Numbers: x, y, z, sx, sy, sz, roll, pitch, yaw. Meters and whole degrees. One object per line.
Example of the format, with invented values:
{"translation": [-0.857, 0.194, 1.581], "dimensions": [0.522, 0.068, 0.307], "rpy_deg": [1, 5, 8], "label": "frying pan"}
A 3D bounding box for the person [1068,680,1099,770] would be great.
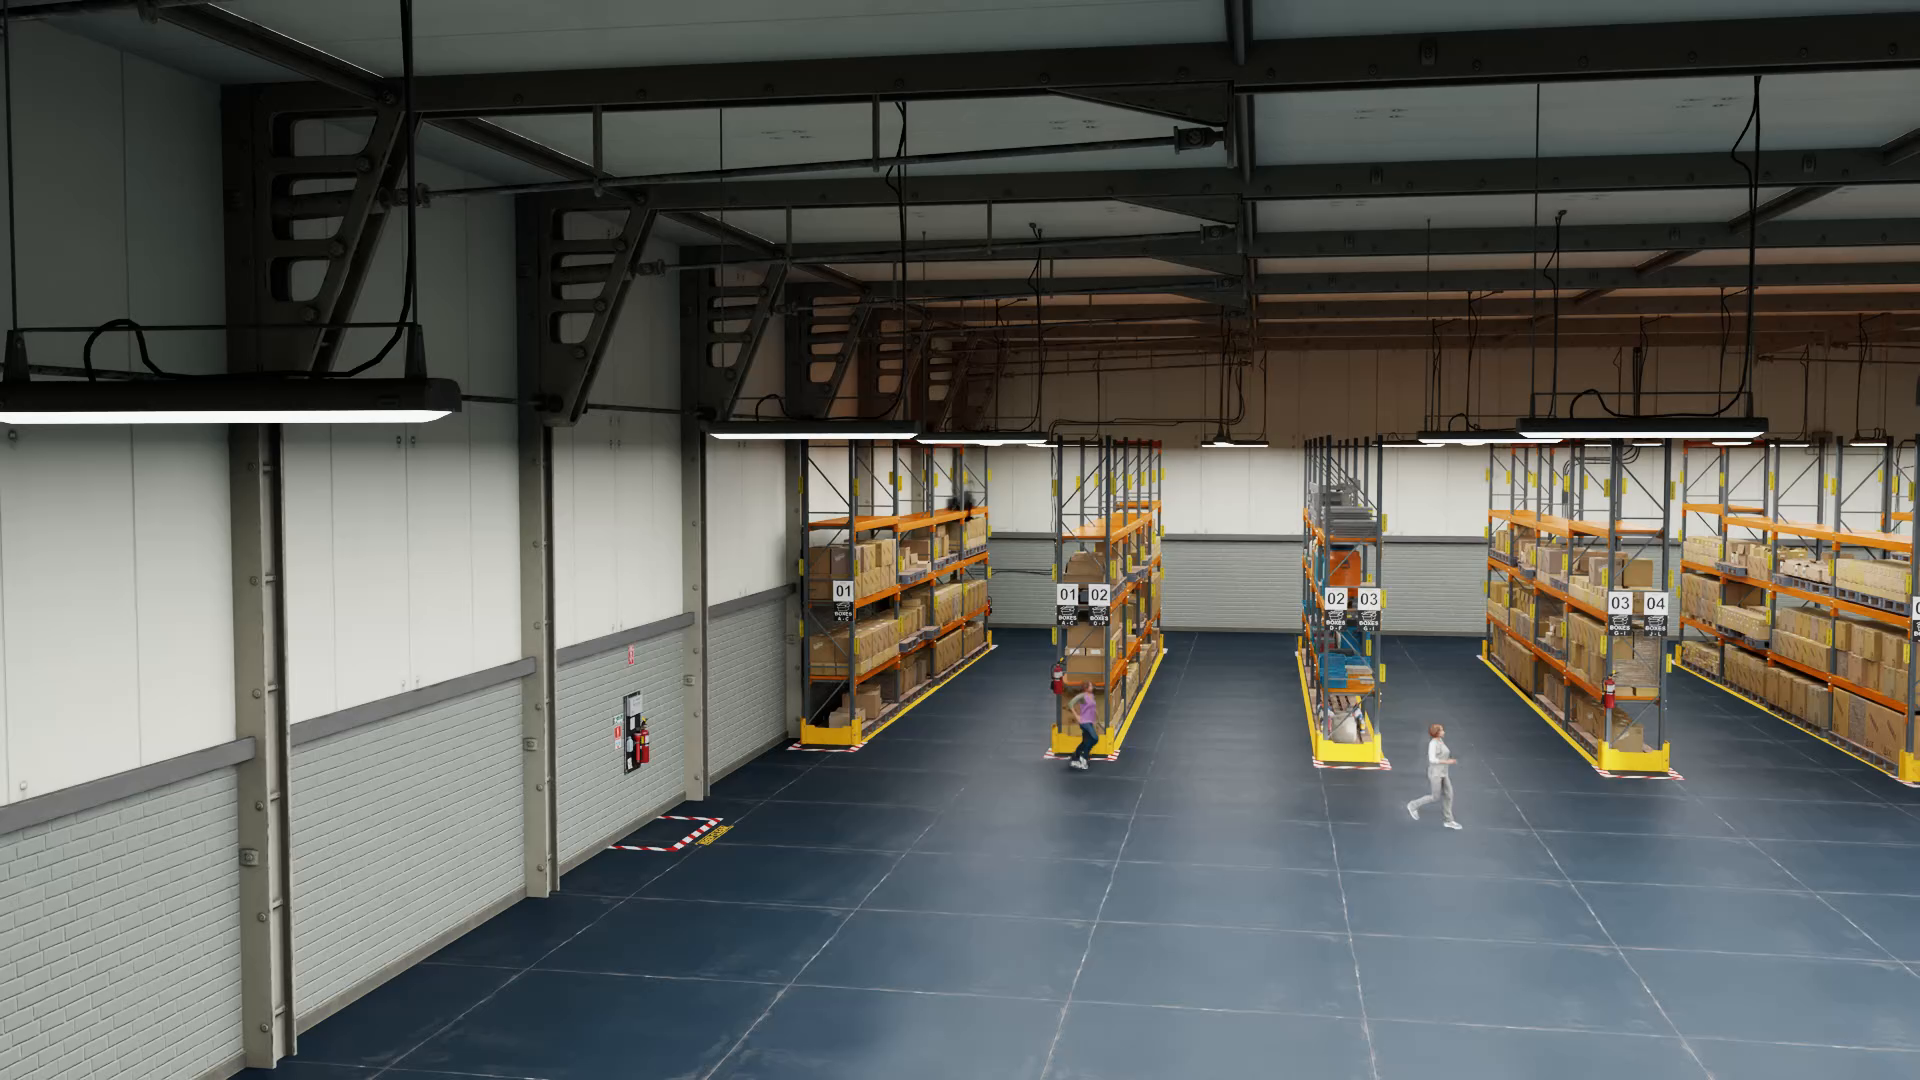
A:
{"translation": [2.275, 3.313, 29.930], "dimensions": [0.578, 1.576, 0.540], "rpy_deg": [2, 3, 28], "label": "person"}

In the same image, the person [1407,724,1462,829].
{"translation": [7.214, 3.574, 25.213], "dimensions": [0.819, 1.554, 0.552], "rpy_deg": [2, 4, 34], "label": "person"}
